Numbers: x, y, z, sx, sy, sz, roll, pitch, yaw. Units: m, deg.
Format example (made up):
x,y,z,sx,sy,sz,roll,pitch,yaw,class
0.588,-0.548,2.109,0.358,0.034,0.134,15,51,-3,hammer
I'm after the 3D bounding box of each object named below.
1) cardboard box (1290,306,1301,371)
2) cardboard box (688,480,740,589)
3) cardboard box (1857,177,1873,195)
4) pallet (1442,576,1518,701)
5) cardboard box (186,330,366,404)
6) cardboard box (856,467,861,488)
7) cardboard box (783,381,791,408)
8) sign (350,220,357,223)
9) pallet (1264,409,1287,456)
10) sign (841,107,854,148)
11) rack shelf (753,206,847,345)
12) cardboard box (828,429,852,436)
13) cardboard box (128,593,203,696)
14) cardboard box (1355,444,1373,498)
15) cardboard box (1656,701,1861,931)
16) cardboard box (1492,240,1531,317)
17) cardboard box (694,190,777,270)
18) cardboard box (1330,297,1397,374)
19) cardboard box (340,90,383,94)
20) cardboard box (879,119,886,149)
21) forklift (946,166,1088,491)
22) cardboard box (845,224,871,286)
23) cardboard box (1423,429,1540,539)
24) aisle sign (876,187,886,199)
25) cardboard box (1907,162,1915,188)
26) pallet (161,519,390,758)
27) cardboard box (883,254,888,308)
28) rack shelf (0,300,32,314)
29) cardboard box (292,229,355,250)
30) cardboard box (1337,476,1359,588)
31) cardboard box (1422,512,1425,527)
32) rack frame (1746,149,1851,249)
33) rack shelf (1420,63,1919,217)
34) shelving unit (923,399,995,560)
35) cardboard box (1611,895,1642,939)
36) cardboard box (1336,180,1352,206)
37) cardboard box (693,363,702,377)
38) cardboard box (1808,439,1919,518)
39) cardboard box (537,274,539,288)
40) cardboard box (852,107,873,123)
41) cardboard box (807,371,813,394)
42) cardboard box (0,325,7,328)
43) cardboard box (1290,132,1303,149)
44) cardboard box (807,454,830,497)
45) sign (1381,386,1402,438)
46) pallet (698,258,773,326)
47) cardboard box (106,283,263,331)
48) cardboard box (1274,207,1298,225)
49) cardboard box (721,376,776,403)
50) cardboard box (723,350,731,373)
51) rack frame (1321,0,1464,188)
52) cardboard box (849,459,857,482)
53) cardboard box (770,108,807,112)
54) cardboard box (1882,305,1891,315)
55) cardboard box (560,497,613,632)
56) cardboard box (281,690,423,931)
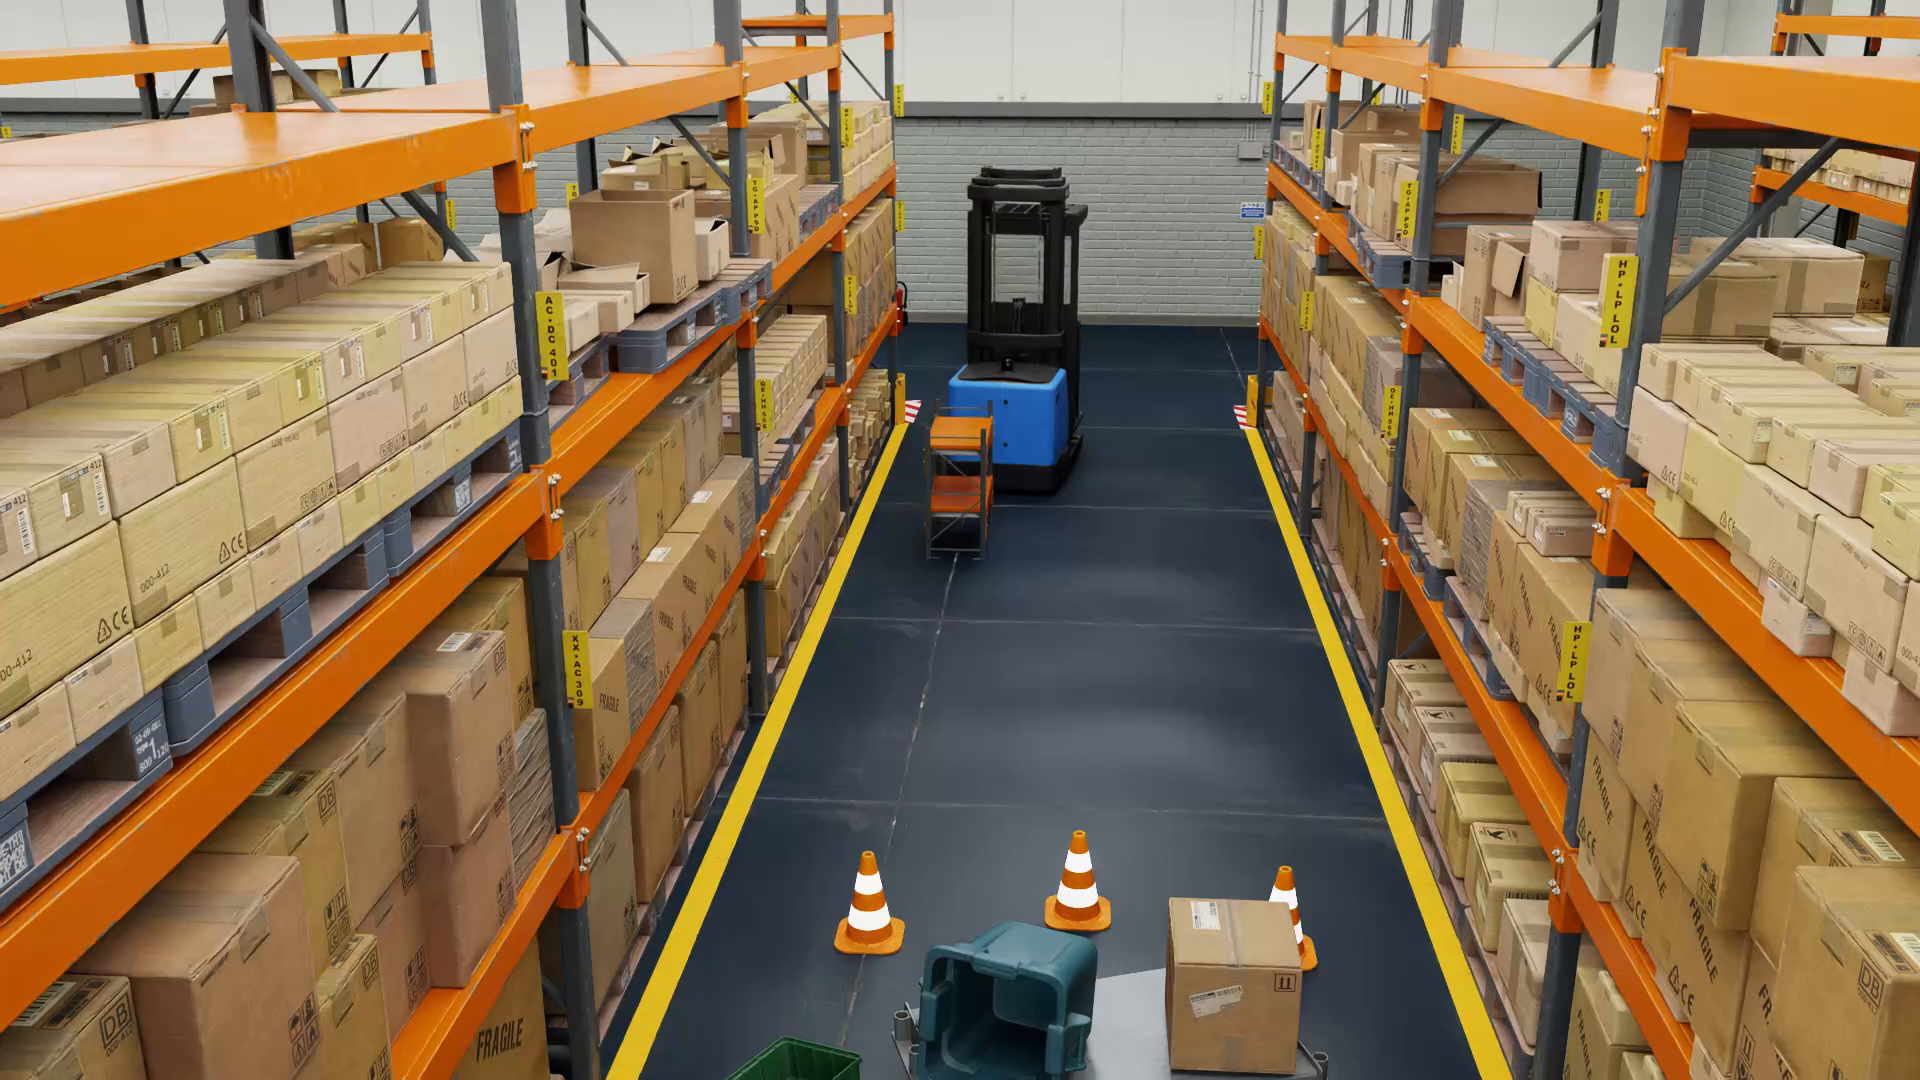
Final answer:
x,y,z,sx,sy,sz,roll,pitch,yaw,class
3.273,-1.815,14.985,0.500,0.500,0.500,1,18,3,cardboard box
-1.569,-0.042,9.572,0.500,0.500,0.500,1,18,4,cardboard box
8.277,-3.169,14.863,0.380,0.149,0.250,1,18,4,cardboard box
3.076,0.491,8.415,1.003,0.211,1.213,1,18,4,pallet
-1.854,-0.472,4.517,0.380,0.149,0.250,1,18,3,cardboard box
-1.115,-0.571,15.251,0.380,0.149,0.250,2,18,6,cardboard box
-1.442,-1.062,12.098,0.380,0.149,0.250,1,18,3,cardboard box
-6.687,-3.385,18.418,0.100,0.325,0.005,1,18,4,sign
3.771,-1.125,17.518,1.003,0.211,1.213,1,18,4,pallet
-0.927,-3.384,13.654,0.100,0.325,0.005,1,18,4,sign
-1.624,-2.000,12.046,1.077,0.370,4.000,1,18,4,rack shelf
-1.202,-0.931,15.395,0.380,0.149,0.250,1,18,3,cardboard box
-1.925,0.224,3.674,0.380,0.149,0.250,1,18,4,cardboard box
2.975,-0.466,11.270,0.500,0.250,0.500,2,18,5,cardboard box
2.521,0.808,4.896,0.700,0.500,0.500,1,18,3,cardboard box
3.096,-1.216,8.333,0.797,0.503,0.637,1,18,4,cardboard box
-1.461,-1.939,10.546,0.500,0.500,0.500,1,18,4,cardboard box
3.098,-1.536,12.527,0.500,0.500,0.500,1,18,3,cardboard box
-6.279,-4.307,16.937,0.700,0.500,0.500,1,18,2,cardboard box
-1.009,-4.064,16.628,0.500,0.250,0.500,1,18,2,cardboard box
0.665,-2.275,16.660,1.130,2.935,3.031,4,18,11,forklift
-1.117,-2.653,15.458,0.500,0.500,0.500,2,18,5,cardboard box
2.883,-0.308,9.232,0.500,0.500,0.500,2,18,7,cardboard box
-0.890,-4.031,17.732,0.394,0.787,0.004,1,18,4,aisle sign
8.200,-2.999,13.705,0.500,0.250,0.500,1,18,4,cardboard box
-2.214,0.196,4.333,1.003,0.211,1.213,1,18,4,pallet
-1.012,-2.663,17.095,0.500,0.500,0.500,1,18,3,cardboard box
-11.218,-2.069,17.076,1.077,0.370,4.000,1,18,4,rack shelf
-6.505,-2.889,16.980,0.500,0.500,0.500,1,18,2,cardboard box
3.442,-0.173,12.871,0.875,0.875,0.875,2,18,6,cardboard box
2.914,-0.112,9.677,0.380,0.149,0.250,0,18,1,cardboard box
8.701,-2.591,17.512,1.000,3.000,0.127,1,18,4,rack frame
3.033,-1.914,7.609,1.077,0.370,4.000,1,18,4,rack shelf
0.000,-0.537,14.254,0.538,1.125,1.048,1,18,4,shelving unit
2.581,1.316,5.992,0.380,0.149,0.250,2,18,6,cardboard box
3.024,-2.587,12.384,0.380,0.166,0.250,0,18,0,cardboard box
-2.095,-1.222,12.108,0.380,0.149,0.250,2,18,7,cardboard box
2.503,-0.162,4.406,0.380,0.149,0.250,1,18,3,cardboard box
-2.185,-1.042,7.375,0.500,0.250,0.500,1,18,3,cardboard box
-1.047,-4.135,16.205,0.380,0.149,0.250,1,18,3,cardboard box
-1.368,-1.254,13.161,0.380,0.149,0.250,0,18,1,cardboard box
-6.639,-1.188,11.459,0.797,0.503,0.637,2,18,6,cardboard box
3.443,-3.921,16.322,0.380,0.149,0.250,2,18,6,cardboard box
-1.332,-0.509,13.295,0.500,0.250,0.500,2,18,7,cardboard box
2.623,-0.777,10.119,0.100,0.325,0.005,1,18,4,sign
-1.761,-1.429,9.454,1.213,0.211,1.003,2,18,6,pallet
-2.455,-0.721,5.277,0.380,0.149,0.250,1,18,3,cardboard box
3.368,-3.266,16.765,0.380,0.149,0.250,2,18,6,cardboard box
-1.483,-1.039,11.550,0.380,0.149,0.250,1,18,2,cardboard box
-2.021,-1.405,13.145,0.380,0.149,0.250,1,18,2,cardboard box
3.464,-4.309,13.121,1.000,3.000,0.127,1,18,4,rack frame
-1.136,-0.629,14.951,0.380,0.149,0.250,2,18,6,cardboard box
-1.618,-4.066,15.995,0.380,0.149,0.250,2,18,6,cardboard box
8.817,-2.036,15.582,0.500,0.250,0.500,1,18,4,cardboard box
-1.990,0.111,7.502,0.700,0.500,0.500,1,18,3,cardboard box
-2.215,0.815,5.144,0.875,0.550,0.550,1,18,4,cardboard box
